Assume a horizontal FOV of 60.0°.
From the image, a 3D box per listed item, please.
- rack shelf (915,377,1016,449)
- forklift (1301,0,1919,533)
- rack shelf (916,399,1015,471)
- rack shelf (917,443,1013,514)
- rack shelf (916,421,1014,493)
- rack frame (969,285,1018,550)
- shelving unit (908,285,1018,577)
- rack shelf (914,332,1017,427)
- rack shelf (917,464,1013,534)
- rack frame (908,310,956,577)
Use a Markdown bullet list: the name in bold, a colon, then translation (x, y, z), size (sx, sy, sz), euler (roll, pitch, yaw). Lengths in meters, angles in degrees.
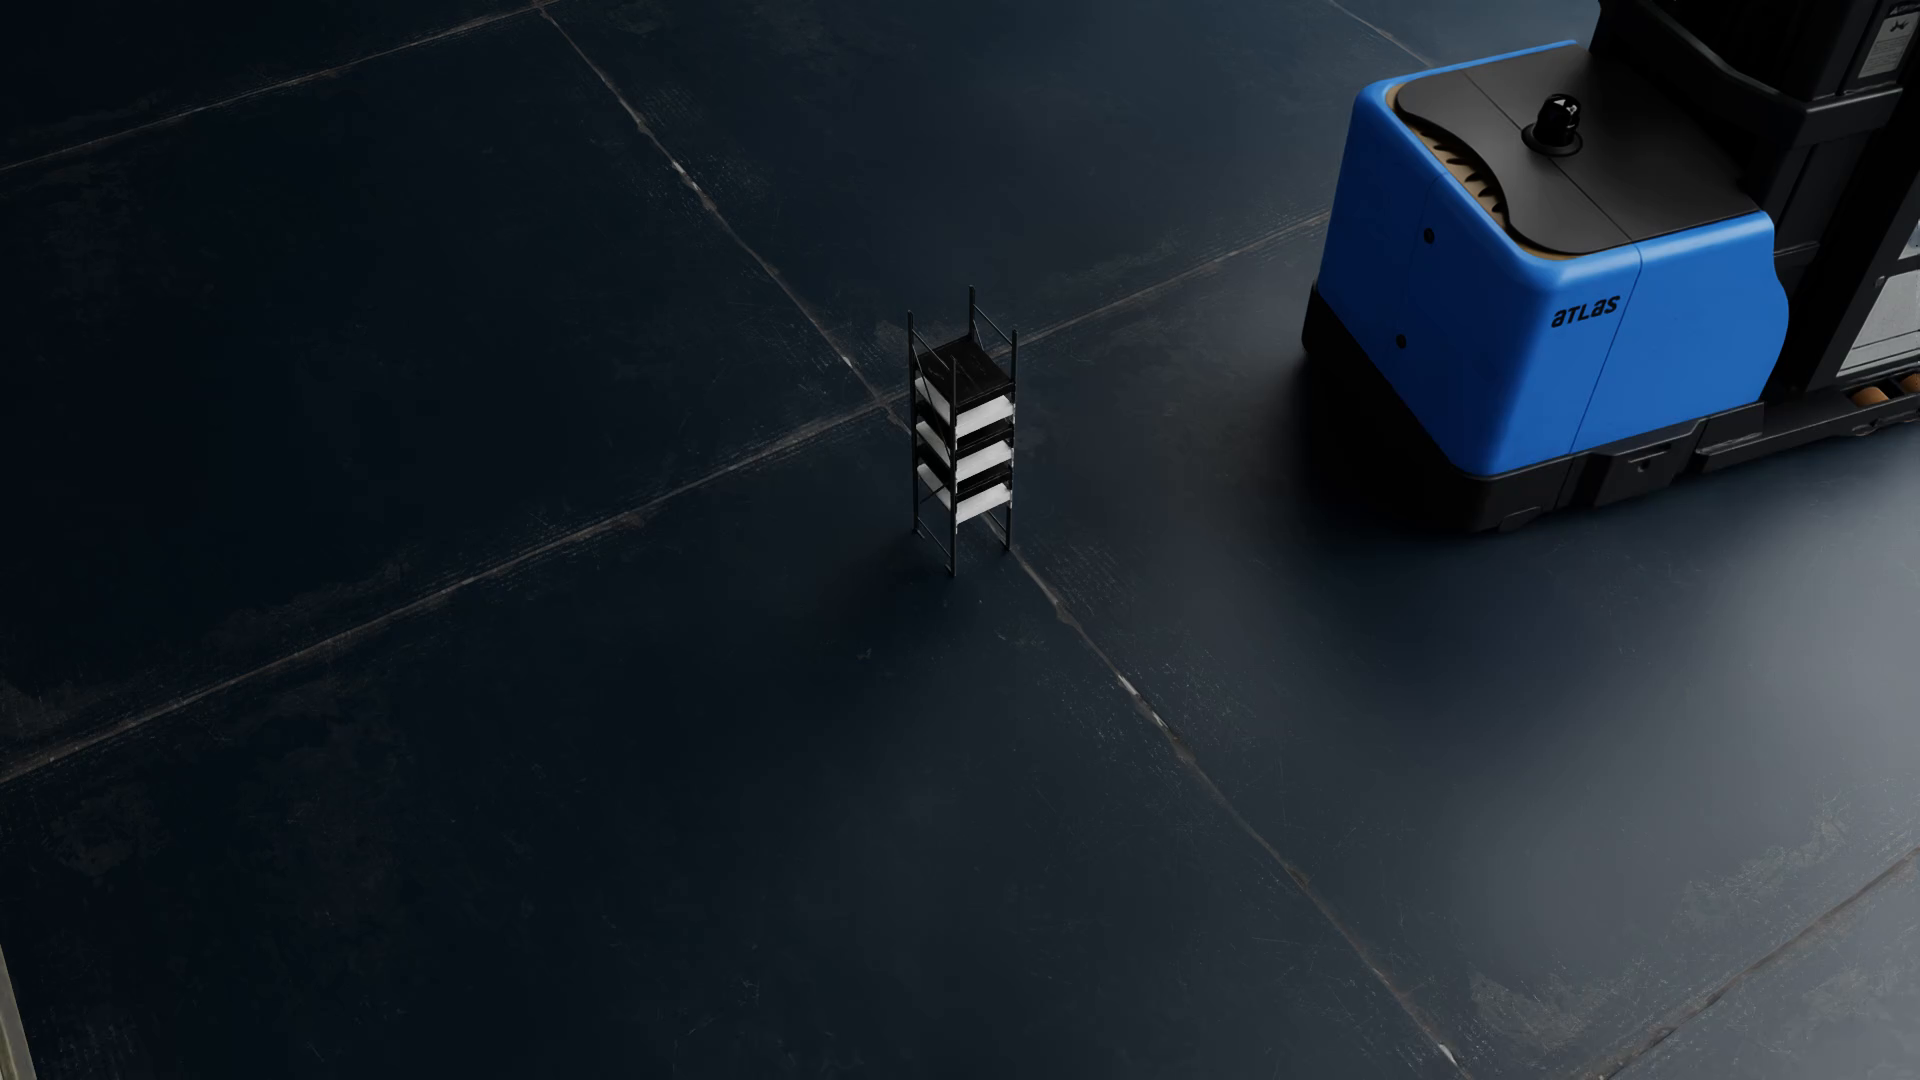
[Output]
- **rack shelf**: translation (0.007, -0.400, 4.807), size (0.200, 0.077, 0.258), euler (-25, 53, -21)
- **forklift**: translation (2.757, -1.679, 4.783), size (3.031, 2.935, 1.130), euler (-15, 50, -13)
- **rack shelf**: translation (0.007, -0.340, 4.874), size (0.200, 0.077, 0.258), euler (-25, 53, -21)
- **rack shelf**: translation (0.007, -0.220, 5.009), size (0.200, 0.077, 0.258), euler (-25, 53, -21)
- **rack shelf**: translation (0.007, -0.280, 4.942), size (0.200, 0.077, 0.258), euler (-25, 53, -21)
- **rack frame**: translation (0.093, -0.343, 4.953), size (0.006, 0.900, 0.240), euler (-25, 53, -21)
- **shelving unit**: translation (0.007, -0.303, 4.917), size (0.210, 0.900, 0.258), euler (-25, 53, -21)
- **rack shelf**: translation (0.007, -0.460, 4.740), size (0.200, 0.077, 0.258), euler (-25, 53, -21)
- **rack shelf**: translation (0.007, -0.161, 5.076), size (0.200, 0.077, 0.258), euler (-25, 53, -21)
- **rack frame**: translation (-0.079, -0.262, 4.881), size (0.006, 0.900, 0.240), euler (-25, 53, -21)
